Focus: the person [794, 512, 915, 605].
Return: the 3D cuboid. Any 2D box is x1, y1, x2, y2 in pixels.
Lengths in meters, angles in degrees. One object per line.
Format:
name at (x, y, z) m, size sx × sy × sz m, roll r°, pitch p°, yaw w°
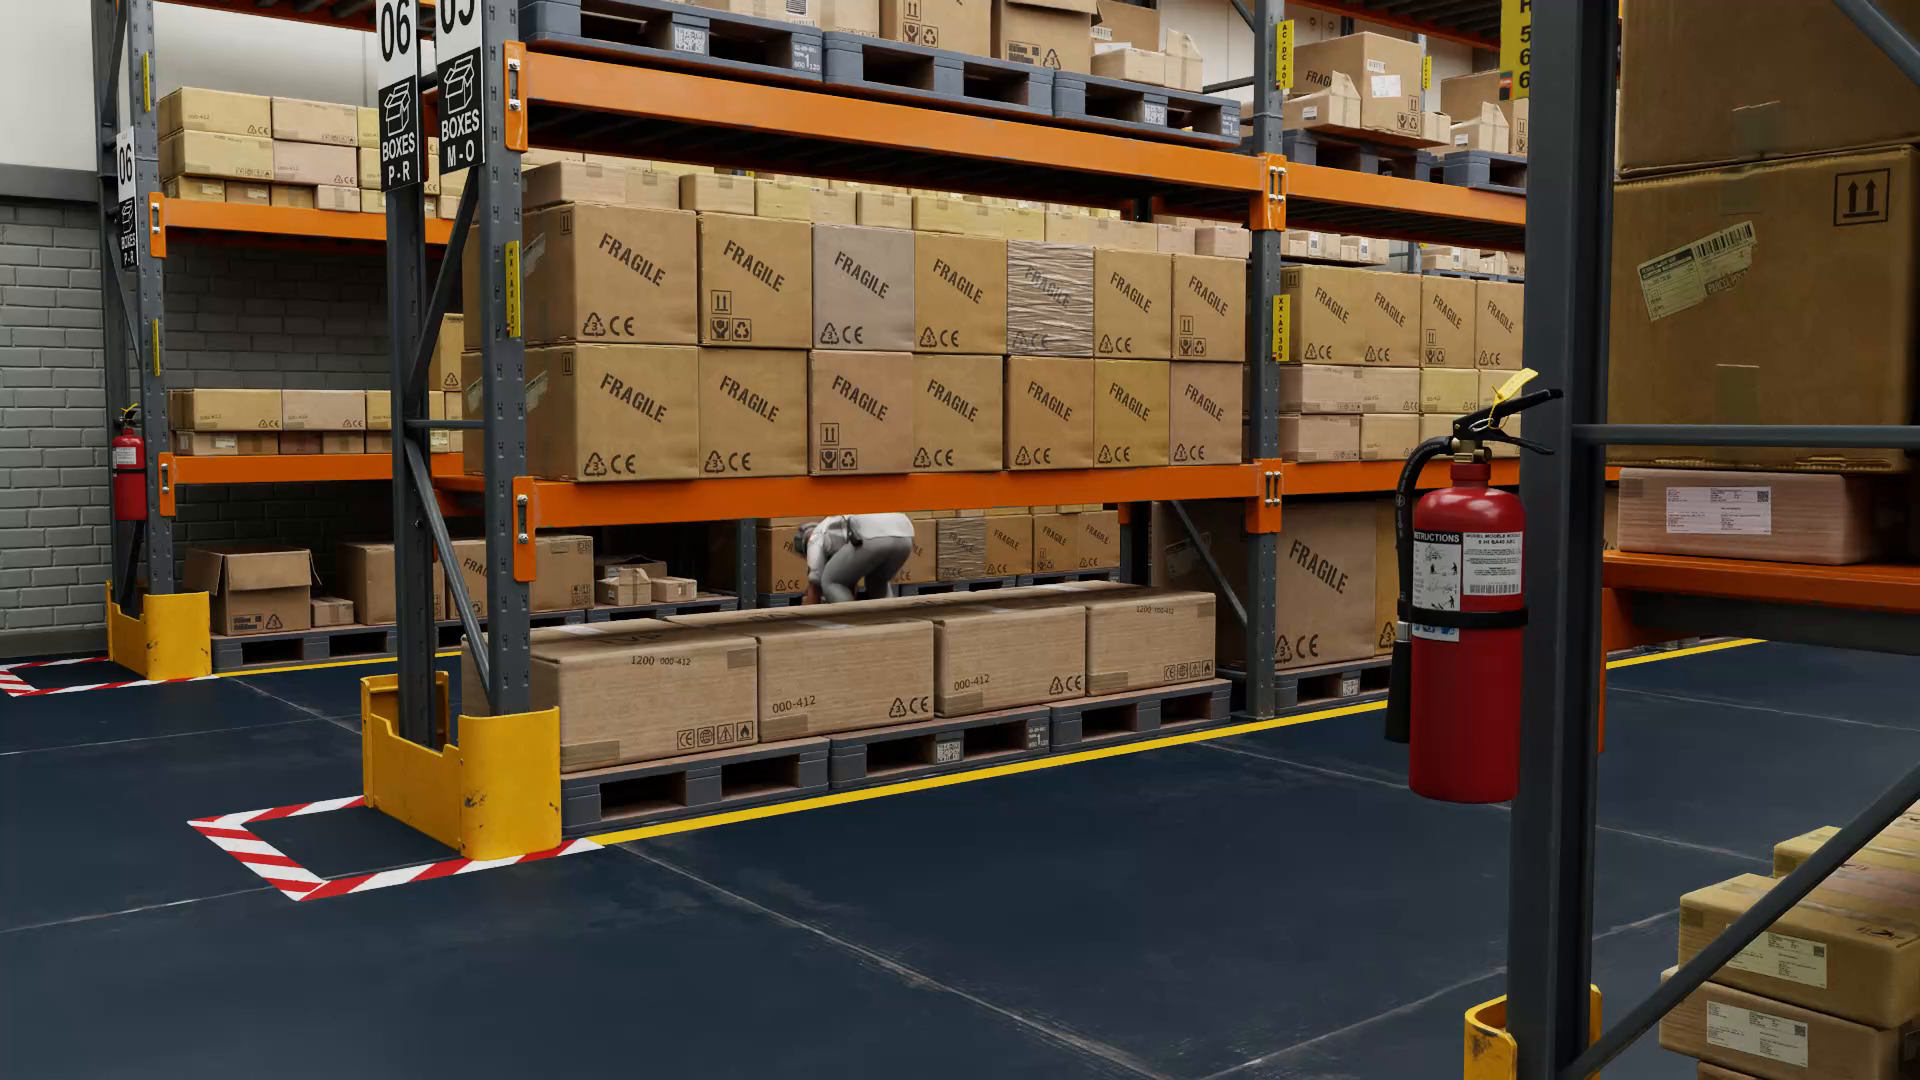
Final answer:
person at (-0.740, 0.223, 11.245) m, size 0.538 × 0.967 × 1.021 m, roll -4°, pitch 6°, yaw -41°
